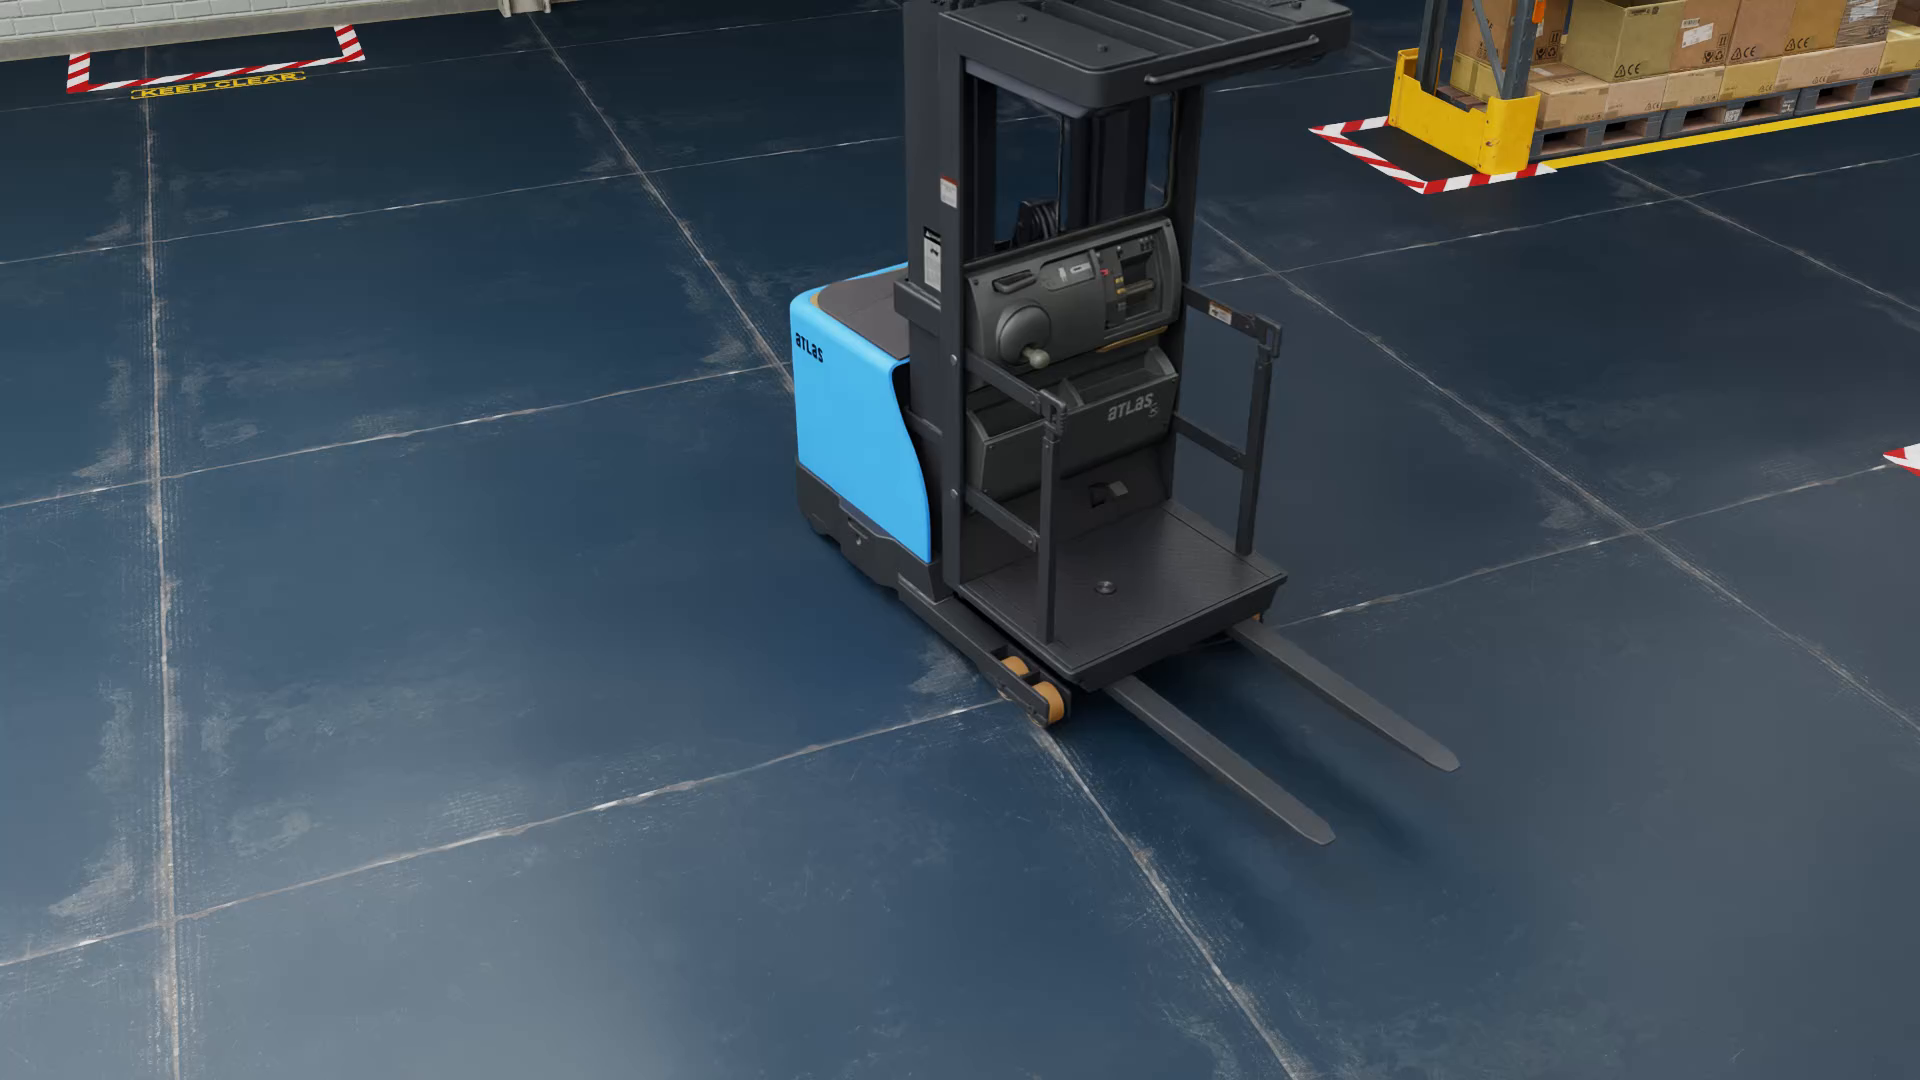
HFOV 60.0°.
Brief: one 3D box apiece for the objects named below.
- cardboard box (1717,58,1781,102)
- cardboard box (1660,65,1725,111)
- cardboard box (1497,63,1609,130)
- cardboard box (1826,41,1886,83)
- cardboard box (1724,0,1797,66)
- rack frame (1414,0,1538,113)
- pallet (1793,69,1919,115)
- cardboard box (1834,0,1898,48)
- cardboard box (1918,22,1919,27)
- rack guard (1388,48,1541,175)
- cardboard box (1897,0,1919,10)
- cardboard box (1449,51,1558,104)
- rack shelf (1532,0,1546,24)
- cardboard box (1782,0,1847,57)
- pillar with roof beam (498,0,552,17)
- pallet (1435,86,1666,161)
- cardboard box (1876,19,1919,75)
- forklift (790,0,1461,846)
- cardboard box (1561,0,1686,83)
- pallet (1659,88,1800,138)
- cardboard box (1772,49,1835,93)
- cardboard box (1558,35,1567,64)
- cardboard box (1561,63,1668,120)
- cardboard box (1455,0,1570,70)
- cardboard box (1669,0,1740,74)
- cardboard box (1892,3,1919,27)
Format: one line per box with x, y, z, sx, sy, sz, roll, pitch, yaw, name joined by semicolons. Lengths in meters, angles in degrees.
5.388;-3.321;11.740;0.500;0.250;0.500;-13;35;-19;cardboard box
4.925;-3.218;11.581;0.500;0.250;0.500;-13;35;-19;cardboard box
4.005;-3.005;11.254;0.500;0.250;0.500;-13;35;-19;cardboard box
6.304;-3.540;12.076;0.500;0.250;0.500;-13;35;-19;cardboard box
5.389;-3.635;11.534;0.500;0.500;0.500;-13;35;-19;cardboard box
3.424;-3.980;10.617;0.127;3.000;1.000;-13;35;-19;rack frame
6.363;-3.509;12.450;1.213;0.211;1.003;-13;35;-19;pallet
6.304;-3.855;11.873;0.500;0.500;0.500;-13;35;-19;cardboard box
7.580;-3.809;12.490;0.500;0.250;0.500;-14;35;-20;cardboard box
3.402;-2.927;11.291;0.348;0.500;1.175;-13;35;-19;rack guard
7.375;-4.313;12.750;0.500;0.311;0.500;-13;35;-19;cardboard box
3.804;-3.266;11.655;0.500;0.250;0.500;-13;35;-19;cardboard box
5.268;-4.101;11.462;4.000;0.370;1.077;-13;35;-19;rack shelf
5.844;-3.748;11.708;0.500;0.500;0.500;-13;35;-19;cardboard box
-2.052;-6.136;8.430;0.400;9.000;9.100;-13;35;-19;pillar with roof beam
4.113;-2.994;11.658;1.213;0.211;1.003;-13;35;-19;pallet
6.769;-3.640;12.231;0.500;0.250;0.500;-13;35;-19;cardboard box
0.552;-0.837;5.849;1.130;2.935;3.031;-21;39;-29;forklift
4.465;-3.426;11.213;0.500;0.500;0.500;-13;35;-19;cardboard box
5.236;-3.249;12.050;1.213;0.211;1.003;-13;35;-19;pallet
5.849;-3.427;11.903;0.500;0.250;0.500;-13;35;-19;cardboard box
4.261;-3.377;11.826;0.500;0.250;0.500;-13;35;-19;cardboard box
4.464;-3.113;11.419;0.500;0.250;0.500;-13;35;-19;cardboard box
3.803;-3.581;11.452;0.500;0.500;0.500;-13;35;-19;cardboard box
4.921;-3.538;11.386;0.500;0.500;0.500;-13;35;-19;cardboard box
7.382;-4.082;12.909;0.500;0.250;0.500;-13;35;-19;cardboard box
